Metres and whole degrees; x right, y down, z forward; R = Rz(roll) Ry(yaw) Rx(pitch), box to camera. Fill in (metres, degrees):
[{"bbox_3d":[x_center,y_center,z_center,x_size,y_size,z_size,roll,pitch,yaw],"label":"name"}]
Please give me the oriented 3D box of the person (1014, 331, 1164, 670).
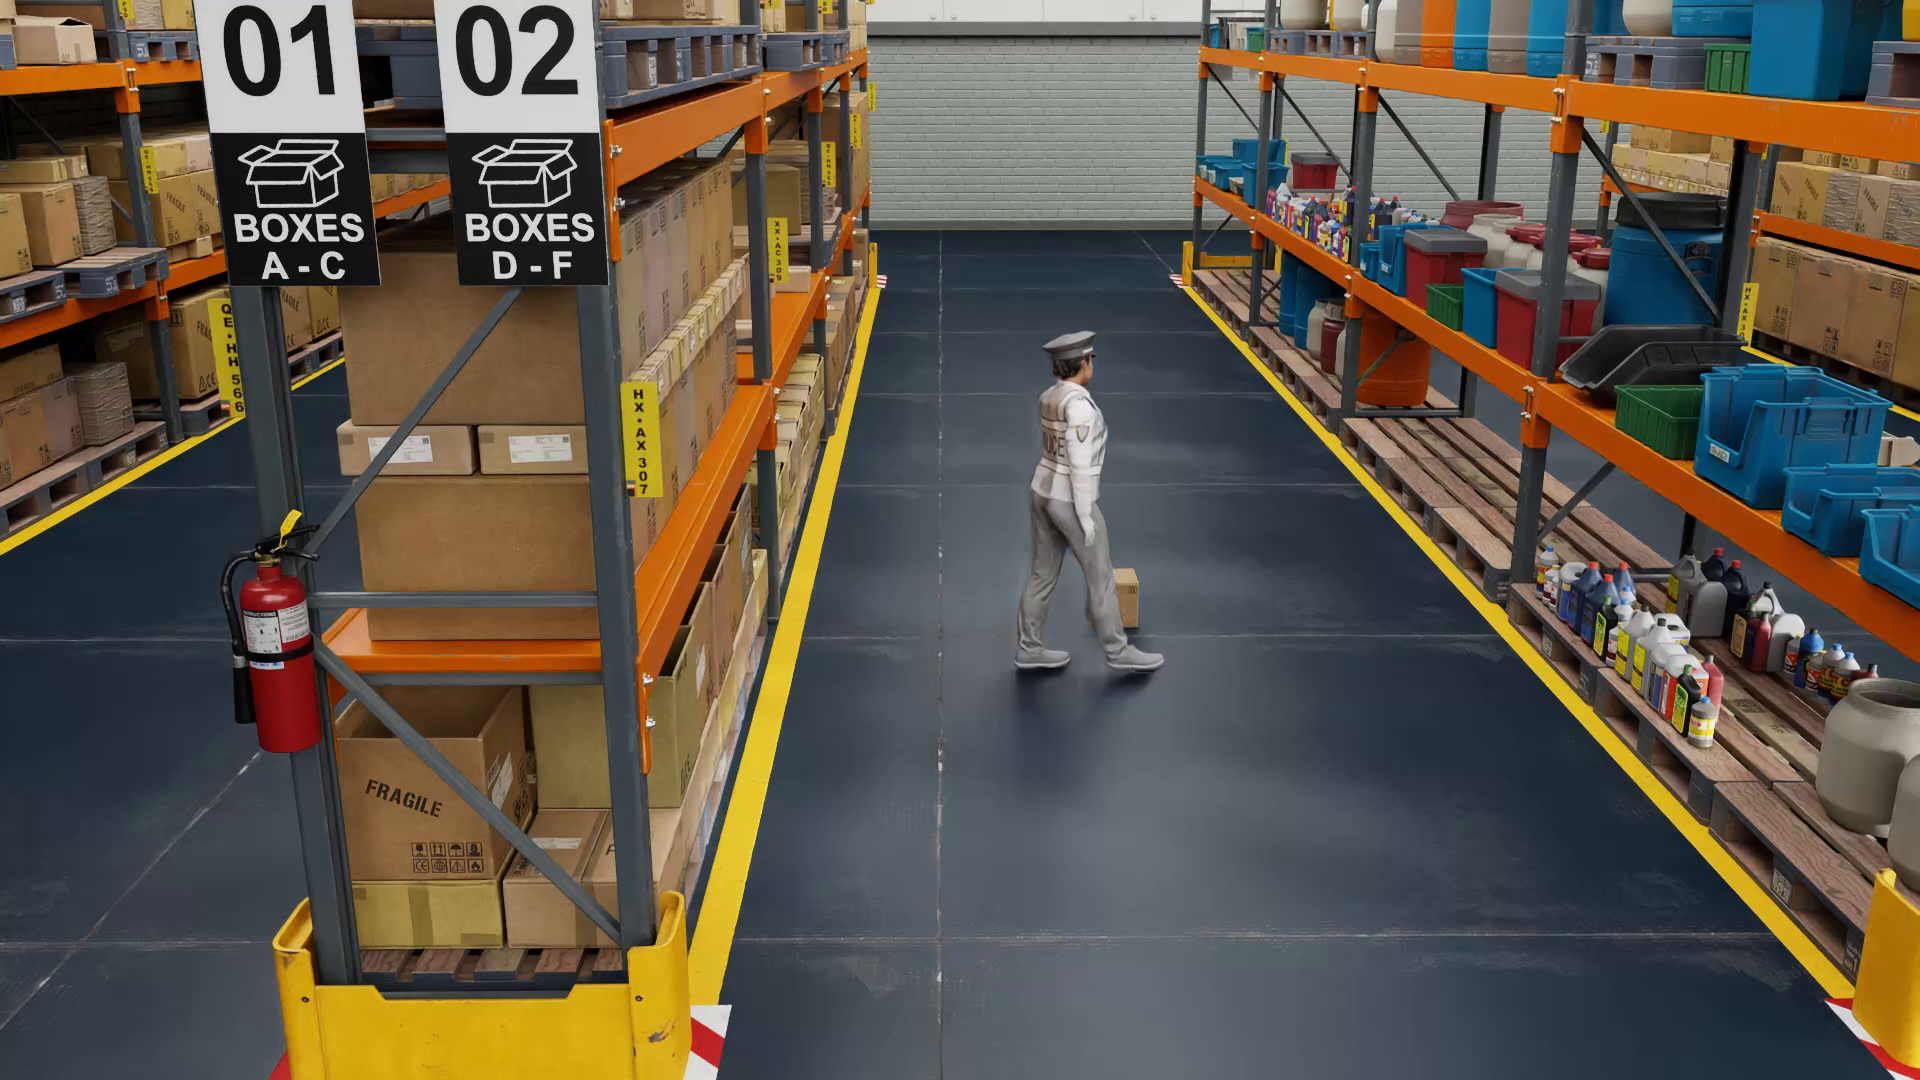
[{"bbox_3d":[0.610,-0.176,8.051,0.674,1.647,0.536,-7,19,-21],"label":"person"}]
